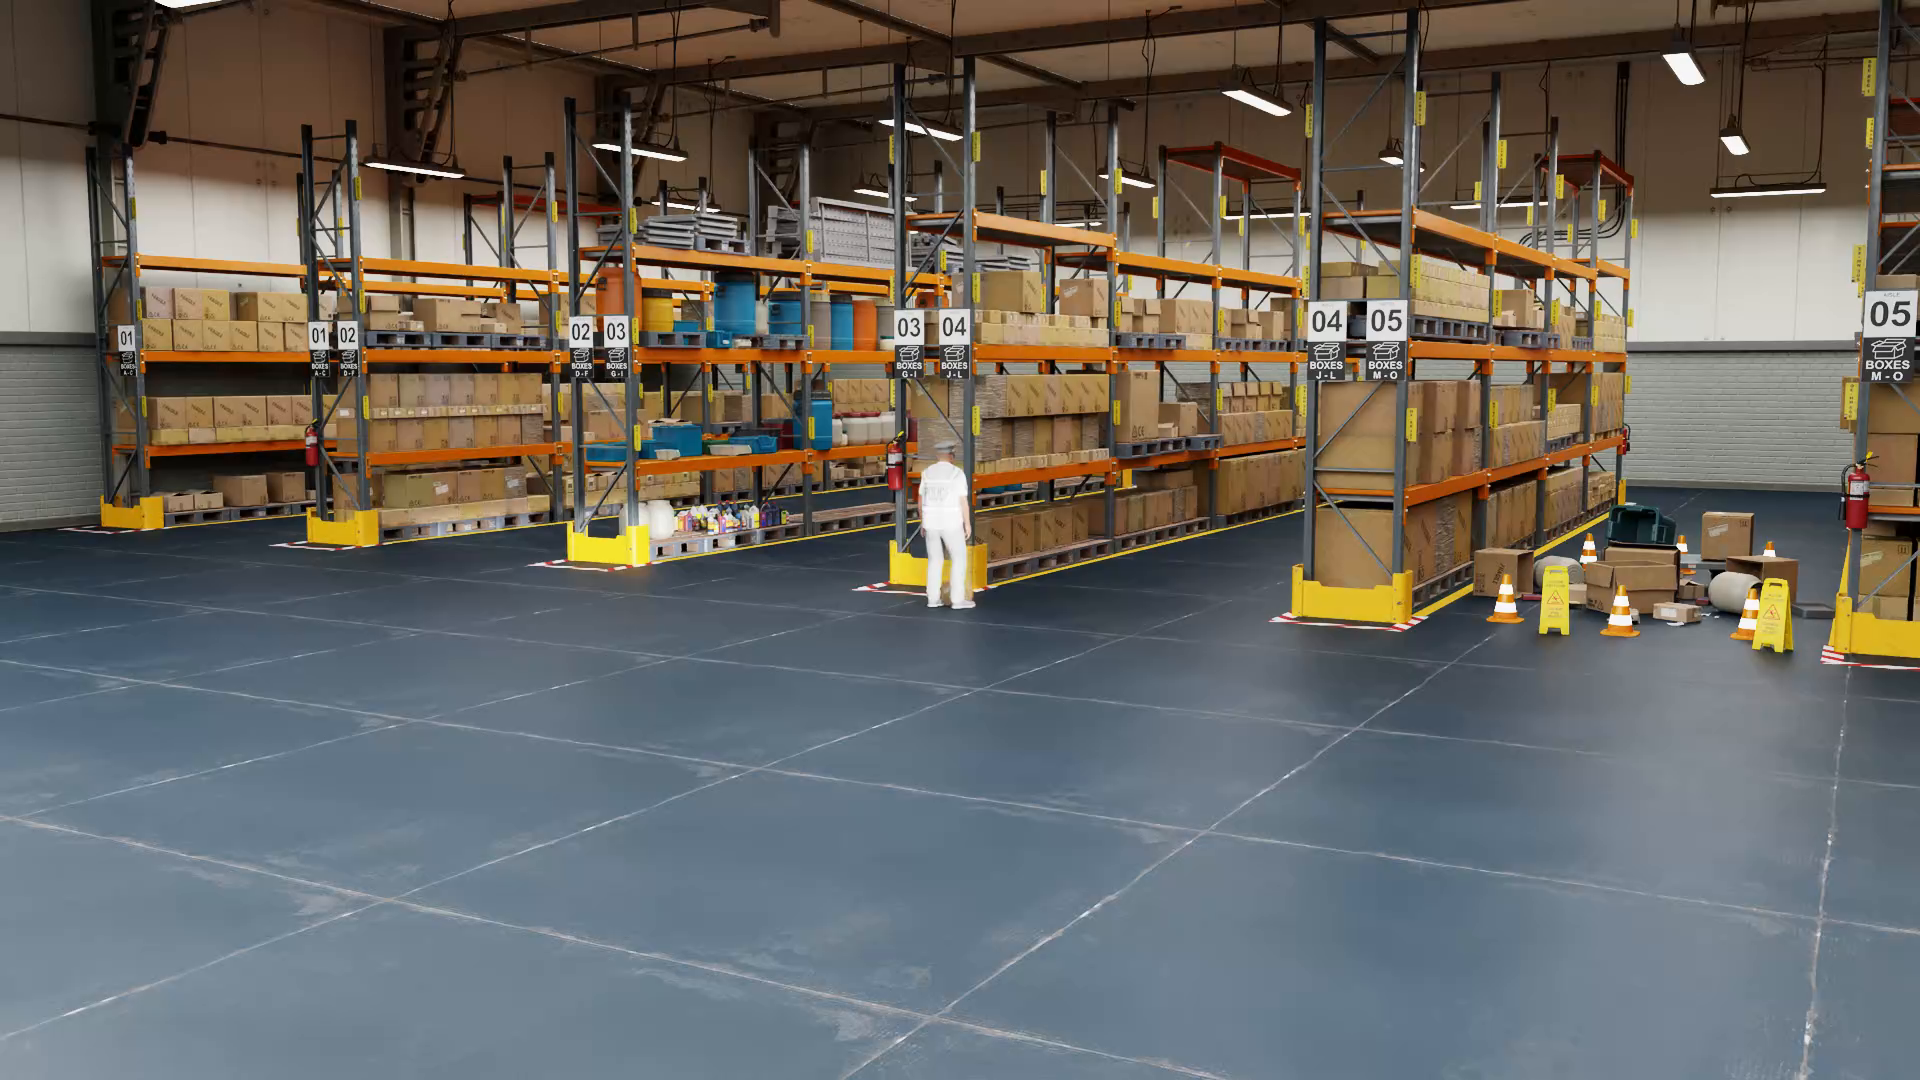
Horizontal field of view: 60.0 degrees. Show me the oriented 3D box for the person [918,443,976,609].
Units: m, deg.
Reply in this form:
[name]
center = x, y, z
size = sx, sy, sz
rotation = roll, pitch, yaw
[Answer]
[person]
center = -0.166, -0.152, 17.575
size = 0.590, 1.746, 0.436
rotation = 3, 7, 26
